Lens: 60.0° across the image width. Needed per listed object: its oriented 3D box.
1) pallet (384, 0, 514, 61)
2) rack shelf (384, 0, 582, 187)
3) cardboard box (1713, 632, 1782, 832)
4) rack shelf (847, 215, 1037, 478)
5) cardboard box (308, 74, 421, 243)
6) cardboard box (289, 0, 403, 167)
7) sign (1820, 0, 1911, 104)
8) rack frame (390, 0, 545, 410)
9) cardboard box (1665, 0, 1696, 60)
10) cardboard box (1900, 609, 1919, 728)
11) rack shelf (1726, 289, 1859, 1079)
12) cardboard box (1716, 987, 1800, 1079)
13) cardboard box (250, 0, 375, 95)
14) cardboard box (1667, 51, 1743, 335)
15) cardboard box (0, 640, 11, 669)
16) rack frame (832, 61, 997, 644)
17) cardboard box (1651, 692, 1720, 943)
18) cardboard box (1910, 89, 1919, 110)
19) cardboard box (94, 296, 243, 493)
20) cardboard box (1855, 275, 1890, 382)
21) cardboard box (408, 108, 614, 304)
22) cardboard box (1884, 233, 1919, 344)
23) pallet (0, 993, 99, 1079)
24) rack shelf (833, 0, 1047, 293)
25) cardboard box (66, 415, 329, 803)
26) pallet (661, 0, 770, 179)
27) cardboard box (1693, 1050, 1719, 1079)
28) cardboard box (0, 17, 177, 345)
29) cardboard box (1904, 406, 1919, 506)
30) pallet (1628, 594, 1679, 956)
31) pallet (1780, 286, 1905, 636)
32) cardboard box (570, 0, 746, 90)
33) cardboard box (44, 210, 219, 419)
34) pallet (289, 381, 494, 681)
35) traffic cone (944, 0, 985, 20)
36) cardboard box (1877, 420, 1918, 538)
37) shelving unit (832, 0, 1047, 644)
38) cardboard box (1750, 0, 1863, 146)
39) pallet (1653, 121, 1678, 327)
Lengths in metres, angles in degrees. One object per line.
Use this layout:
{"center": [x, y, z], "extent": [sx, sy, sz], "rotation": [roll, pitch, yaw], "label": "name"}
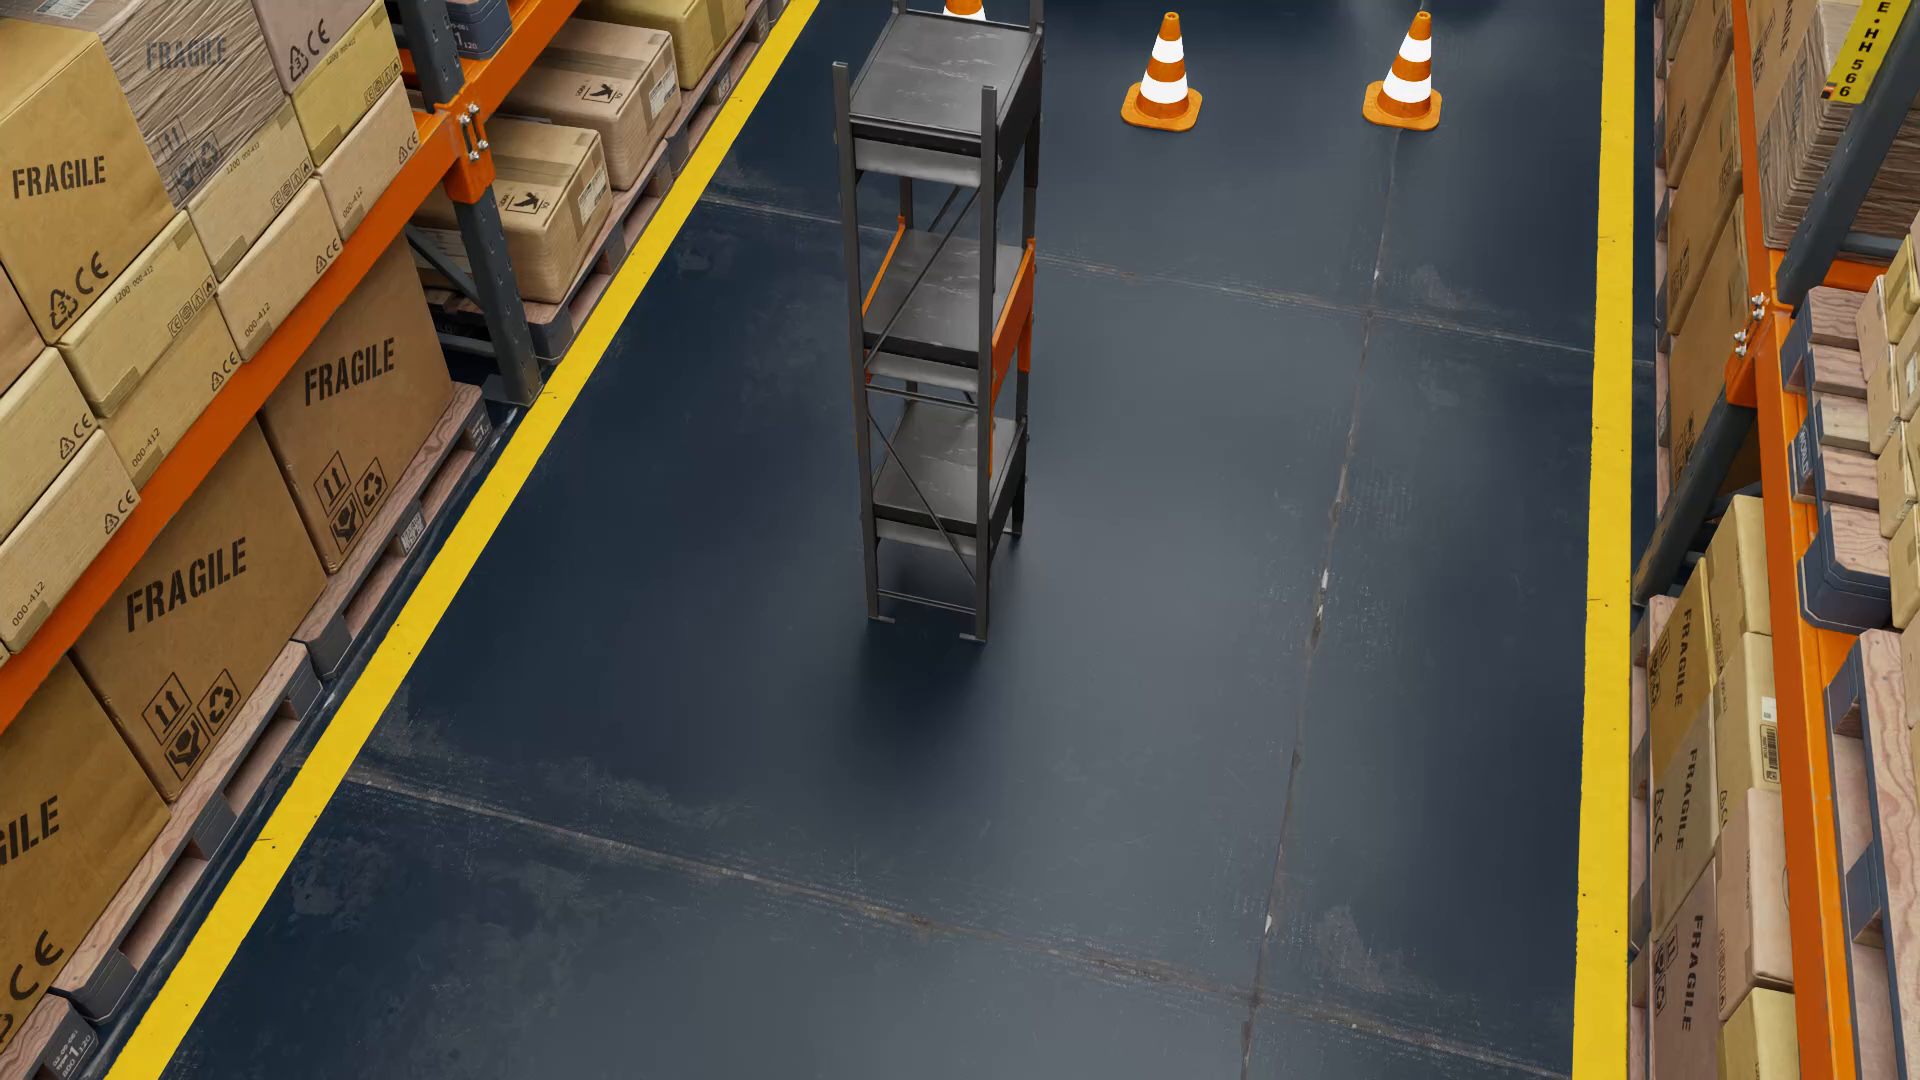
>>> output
{"center": [-1.976, -2.093, 5.725], "extent": [1.213, 0.211, 1.003], "rotation": [12, 50, 10], "label": "pallet"}
{"center": [-1.534, -2.829, 6.726], "extent": [1.077, 0.370, 4.000], "rotation": [12, 50, 10], "label": "rack shelf"}
{"center": [2.193, 0.541, 4.159], "extent": [0.500, 0.250, 0.500], "rotation": [11, 49, 10], "label": "cardboard box"}
{"center": [-0.044, -0.566, 4.867], "extent": [0.431, 0.518, 0.480], "rotation": [12, 50, 10], "label": "rack shelf"}
{"center": [-1.944, -1.154, 4.867], "extent": [0.500, 0.250, 0.500], "rotation": [10, 49, 9], "label": "cardboard box"}
{"center": [-1.943, -1.336, 4.695], "extent": [0.500, 0.250, 0.500], "rotation": [11, 50, 10], "label": "cardboard box"}
{"center": [2.205, -1.207, 4.042], "extent": [0.100, 0.325, 0.005], "rotation": [12, 50, 10], "label": "sign"}
{"center": [-2.061, -1.620, 5.179], "extent": [1.000, 3.000, 0.127], "rotation": [12, 50, 10], "label": "rack frame"}
{"center": [3.717, -2.538, 7.209], "extent": [1.050, 0.750, 0.750], "rotation": [11, 50, 10], "label": "cardboard box"}
{"center": [2.150, 0.289, 3.381], "extent": [0.380, 0.149, 0.250], "rotation": [13, 50, 11], "label": "cardboard box"}
{"center": [2.215, 0.968, 3.375], "extent": [1.077, 0.370, 4.000], "rotation": [12, 50, 10], "label": "rack shelf"}
{"center": [1.914, 1.274, 3.512], "extent": [0.500, 0.250, 0.500], "rotation": [10, 49, 8], "label": "cardboard box"}
{"center": [-1.945, -1.559, 4.391], "extent": [0.500, 0.500, 0.500], "rotation": [10, 49, 9], "label": "cardboard box"}
{"center": [3.215, -1.167, 5.999], "extent": [1.050, 0.750, 0.750], "rotation": [12, 50, 11], "label": "cardboard box"}
{"center": [-2.458, 0.314, 3.572], "extent": [0.500, 0.250, 0.500], "rotation": [11, 50, 10], "label": "cardboard box"}
{"center": [-0.108, -0.399, 4.701], "extent": [0.400, 2.100, 0.015], "rotation": [12, 50, 10], "label": "rack frame"}
{"center": [2.180, 0.797, 4.433], "extent": [0.500, 0.500, 0.500], "rotation": [12, 50, 10], "label": "cardboard box"}
{"center": [2.869, -1.403, 4.254], "extent": [0.700, 0.500, 0.500], "rotation": [11, 50, 10], "label": "cardboard box"}
{"center": [-2.211, -0.420, 4.220], "extent": [0.500, 0.250, 0.500], "rotation": [11, 50, 10], "label": "cardboard box"}
{"center": [2.429, -0.488, 4.068], "extent": [0.380, 0.149, 0.250], "rotation": [11, 49, 10], "label": "cardboard box"}
{"center": [-1.903, -1.296, 6.366], "extent": [0.950, 0.372, 0.625], "rotation": [9, 49, 7], "label": "cardboard box"}
{"center": [2.420, -0.561, 3.933], "extent": [0.380, 0.149, 0.250], "rotation": [14, 50, 12], "label": "cardboard box"}
{"center": [-2.983, 1.623, 4.177], "extent": [1.003, 0.211, 1.213], "rotation": [12, 50, 10], "label": "pallet"}
{"center": [-0.044, -1.029, 4.342], "extent": [0.431, 0.518, 0.480], "rotation": [12, 50, 10], "label": "rack shelf"}
{"center": [-2.562, 0.071, 4.823], "extent": [0.875, 0.875, 0.875], "rotation": [12, 50, 10], "label": "cardboard box"}
{"center": [-1.531, -2.142, 7.500], "extent": [1.003, 0.211, 1.213], "rotation": [12, 50, 10], "label": "pallet"}
{"center": [1.915, 1.539, 3.778], "extent": [0.500, 0.500, 0.500], "rotation": [11, 49, 9], "label": "cardboard box"}
{"center": [-2.209, -0.828, 3.746], "extent": [0.500, 0.500, 0.500], "rotation": [12, 50, 10], "label": "cardboard box"}
{"center": [2.284, -0.170, 3.589], "extent": [0.380, 0.149, 0.250], "rotation": [10, 49, 9], "label": "cardboard box"}
{"center": [2.534, 0.771, 4.929], "extent": [1.003, 0.211, 1.213], "rotation": [12, 50, 10], "label": "pallet"}
{"center": [2.656, -0.117, 3.980], "extent": [1.213, 0.211, 1.003], "rotation": [12, 50, 10], "label": "pallet"}
{"center": [-1.511, -2.379, 7.322], "extent": [0.950, 0.372, 0.625], "rotation": [13, 50, 11], "label": "cardboard box"}
{"center": [-2.190, -0.590, 4.036], "extent": [0.500, 0.250, 0.500], "rotation": [10, 49, 9], "label": "cardboard box"}
{"center": [-2.341, -0.142, 5.735], "extent": [1.003, 0.211, 1.213], "rotation": [12, 50, 10], "label": "pallet"}
{"center": [0.016, -2.501, 7.649], "extent": [0.336, 0.463, 0.334], "rotation": [12, 50, 10], "label": "traffic cone"}
{"center": [2.287, -0.099, 3.724], "extent": [0.380, 0.149, 0.250], "rotation": [14, 50, 12], "label": "cardboard box"}
{"center": [-0.044, -0.575, 4.857], "extent": [0.431, 2.100, 0.503], "rotation": [12, 50, 10], "label": "shelving unit"}
{"center": [2.733, -1.489, 4.997], "extent": [0.500, 0.500, 0.500], "rotation": [12, 50, 10], "label": "cardboard box"}
{"center": [3.344, -1.229, 6.694], "extent": [1.003, 0.211, 1.213], "rotation": [12, 50, 10], "label": "pallet"}
